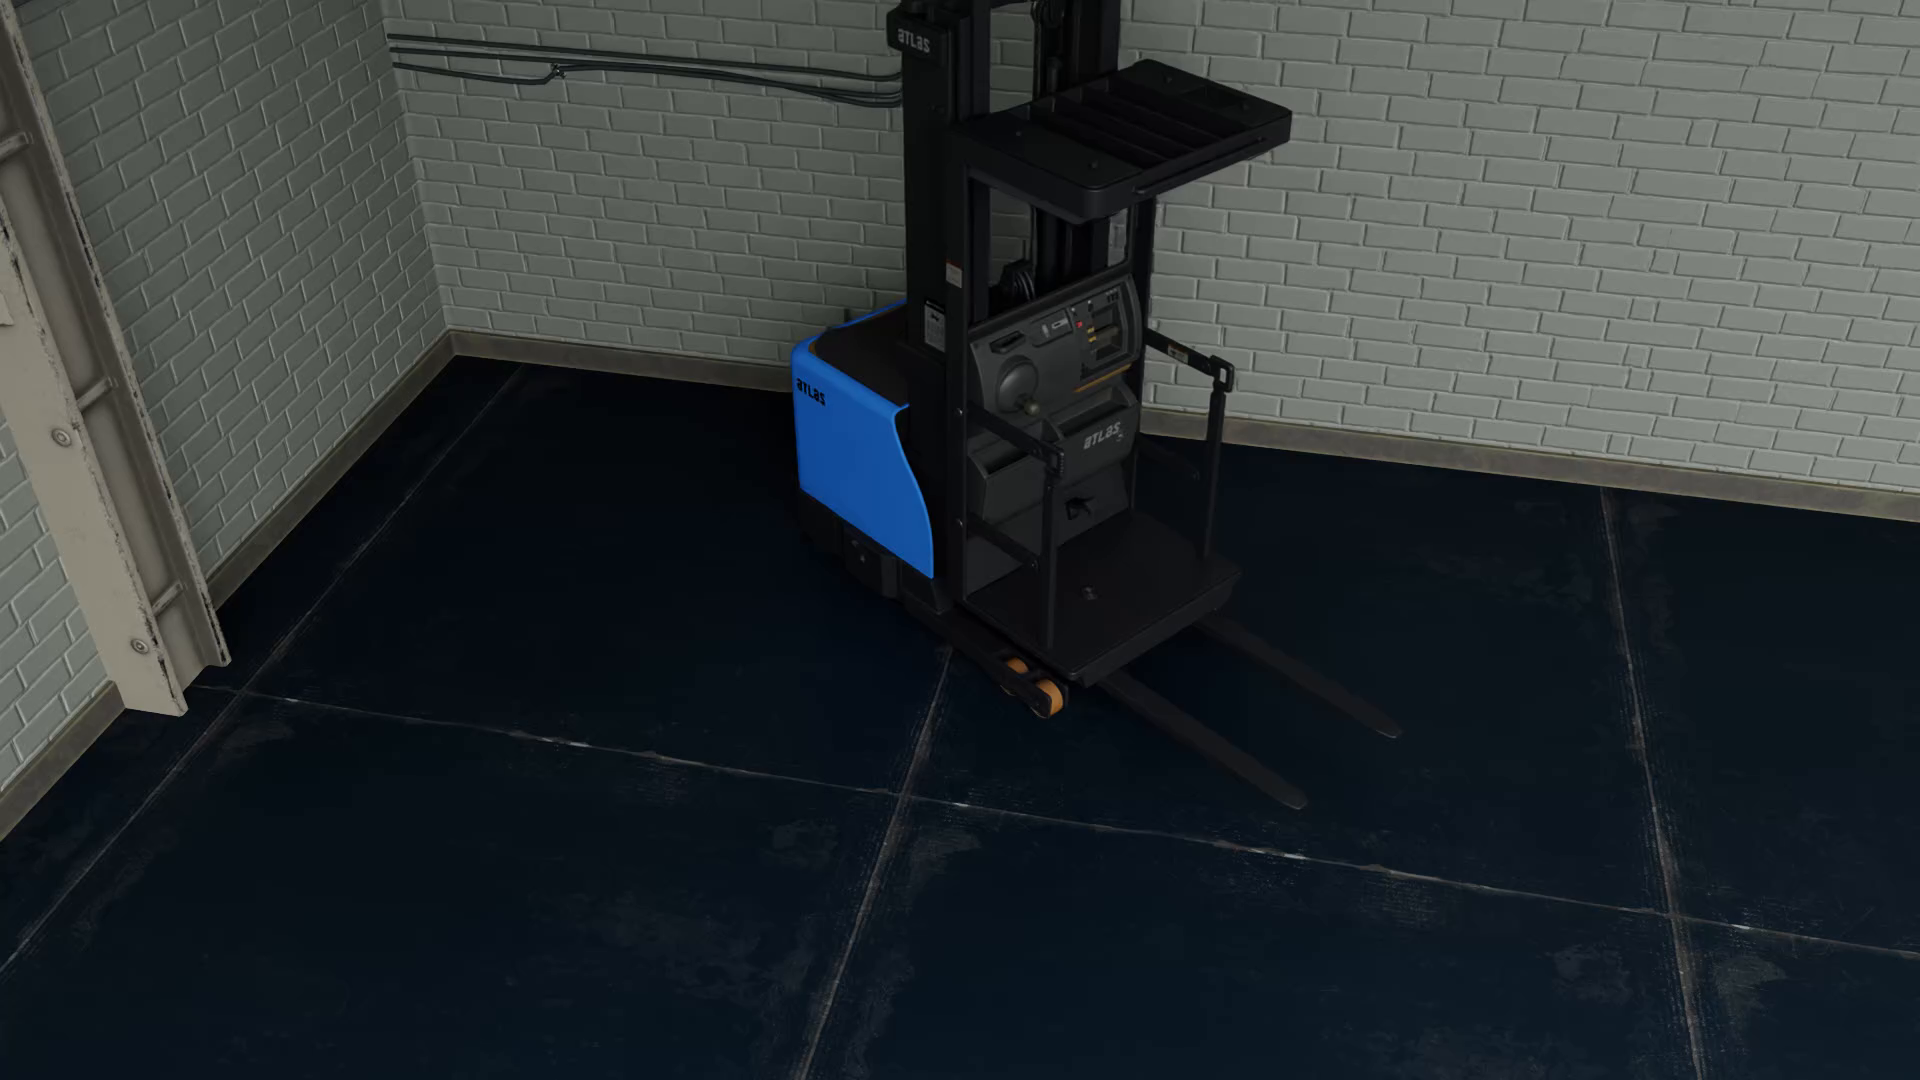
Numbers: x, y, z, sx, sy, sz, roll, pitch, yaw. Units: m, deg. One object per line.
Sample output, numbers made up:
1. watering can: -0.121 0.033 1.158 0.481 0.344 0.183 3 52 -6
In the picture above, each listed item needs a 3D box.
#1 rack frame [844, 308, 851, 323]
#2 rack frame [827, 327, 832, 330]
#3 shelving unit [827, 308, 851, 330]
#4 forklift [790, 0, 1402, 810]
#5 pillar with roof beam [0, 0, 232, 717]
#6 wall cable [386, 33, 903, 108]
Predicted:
1. rack frame: -0.466 -0.769 8.544 0.240 0.900 0.006 13 38 17
2. rack frame: -0.538 -0.657 8.390 0.240 0.900 0.006 13 38 17
3. shelving unit: -0.502 -0.713 8.467 0.258 0.900 0.210 13 38 17
4. forklift: 0.553 -0.758 6.798 1.130 2.935 3.031 -28 44 -33
5. pillar with roof beam: 0.729 -2.473 3.994 9.100 9.000 0.400 7 37 10
6. wall cable: -1.556 -3.278 7.751 3.097 2.526 0.112 7 37 10
